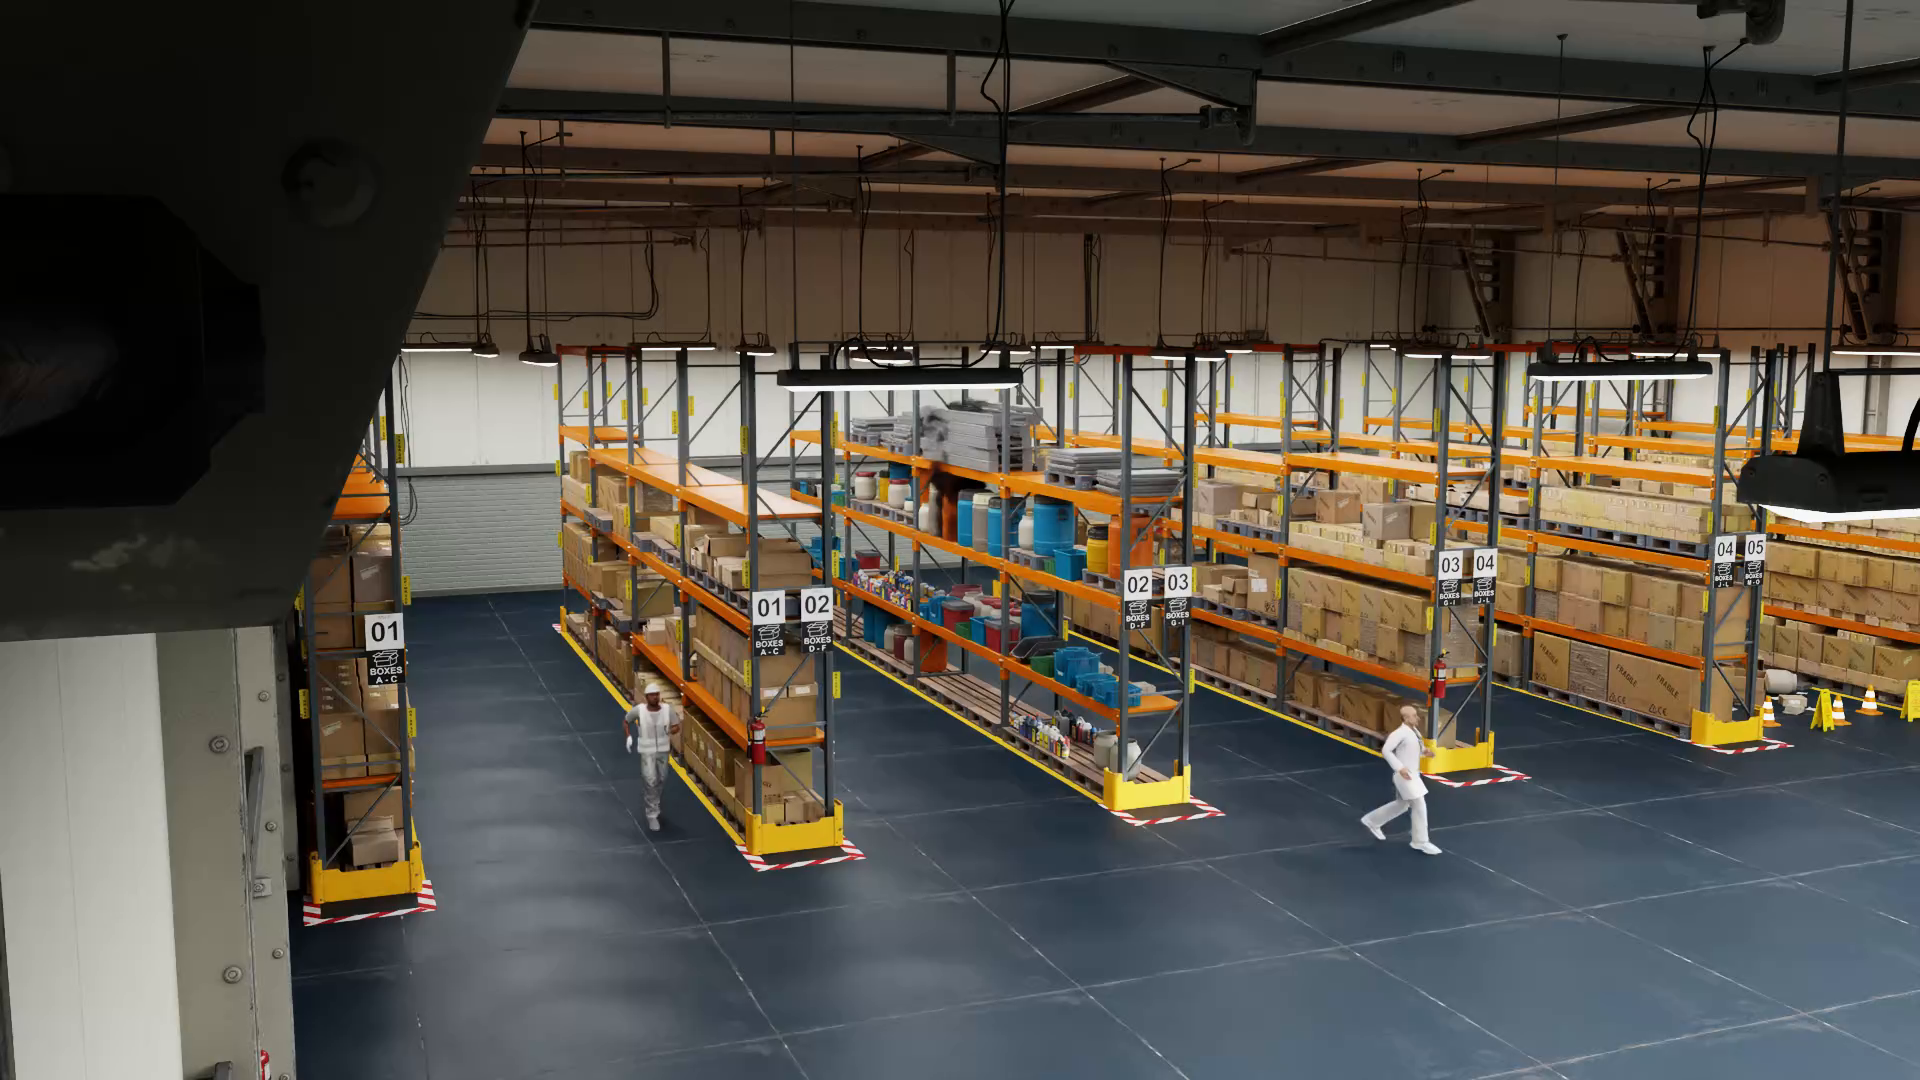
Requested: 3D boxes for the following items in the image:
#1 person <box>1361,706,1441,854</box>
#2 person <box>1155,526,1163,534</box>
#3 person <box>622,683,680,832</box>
[{"bbox_3d":[5.396,2.888,20.252,0.972,1.793,0.693,3,8,22],"label":"person"},{"bbox_3d":[5.000,0.287,41.257,0.831,1.710,0.712,-4,8,-26],"label":"person"},{"bbox_3d":[-3.930,2.740,21.315,0.665,1.842,0.807,-4,8,-28],"label":"person"}]
